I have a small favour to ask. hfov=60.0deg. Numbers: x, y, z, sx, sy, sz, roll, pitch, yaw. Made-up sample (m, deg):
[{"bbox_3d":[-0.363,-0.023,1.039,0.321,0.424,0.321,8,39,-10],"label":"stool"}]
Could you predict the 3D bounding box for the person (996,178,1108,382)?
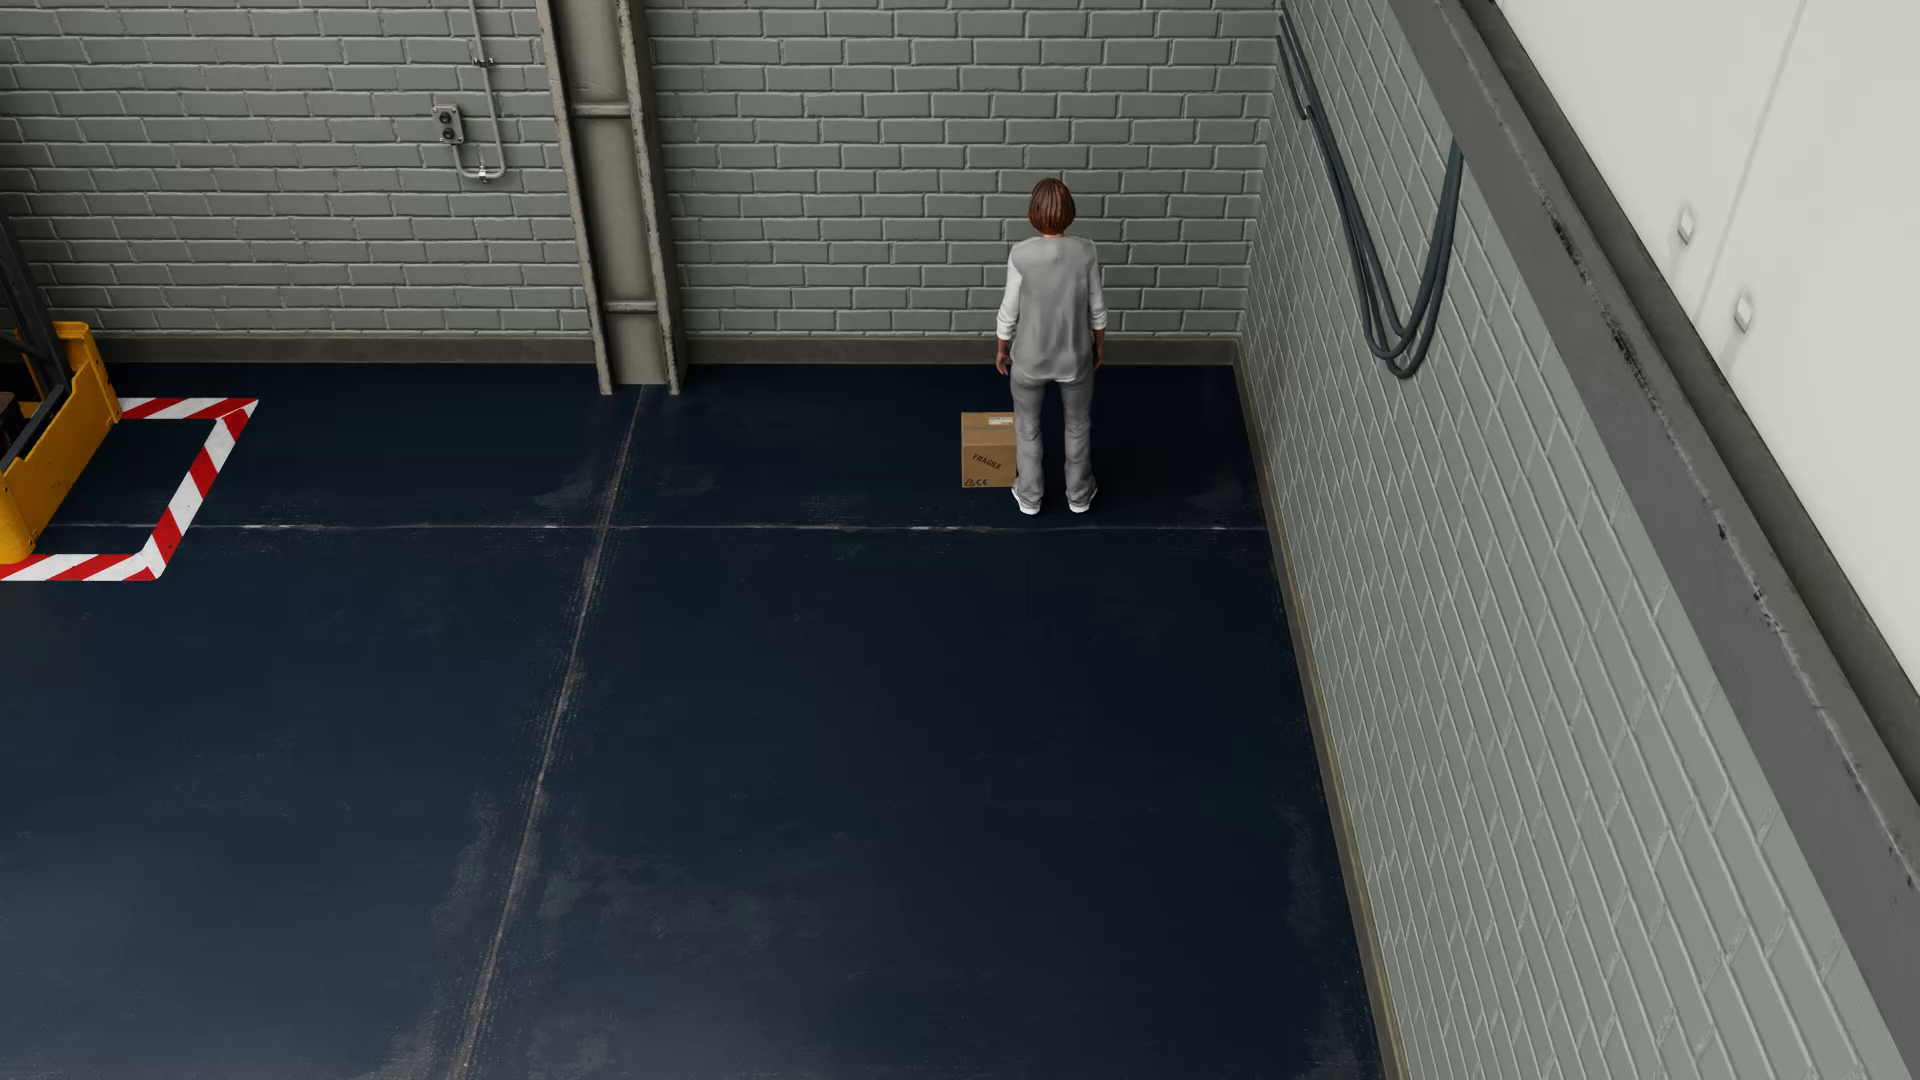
[{"bbox_3d":[0.385,-1.049,6.877,0.467,0.910,0.324,-2,40,-2],"label":"person"}]
